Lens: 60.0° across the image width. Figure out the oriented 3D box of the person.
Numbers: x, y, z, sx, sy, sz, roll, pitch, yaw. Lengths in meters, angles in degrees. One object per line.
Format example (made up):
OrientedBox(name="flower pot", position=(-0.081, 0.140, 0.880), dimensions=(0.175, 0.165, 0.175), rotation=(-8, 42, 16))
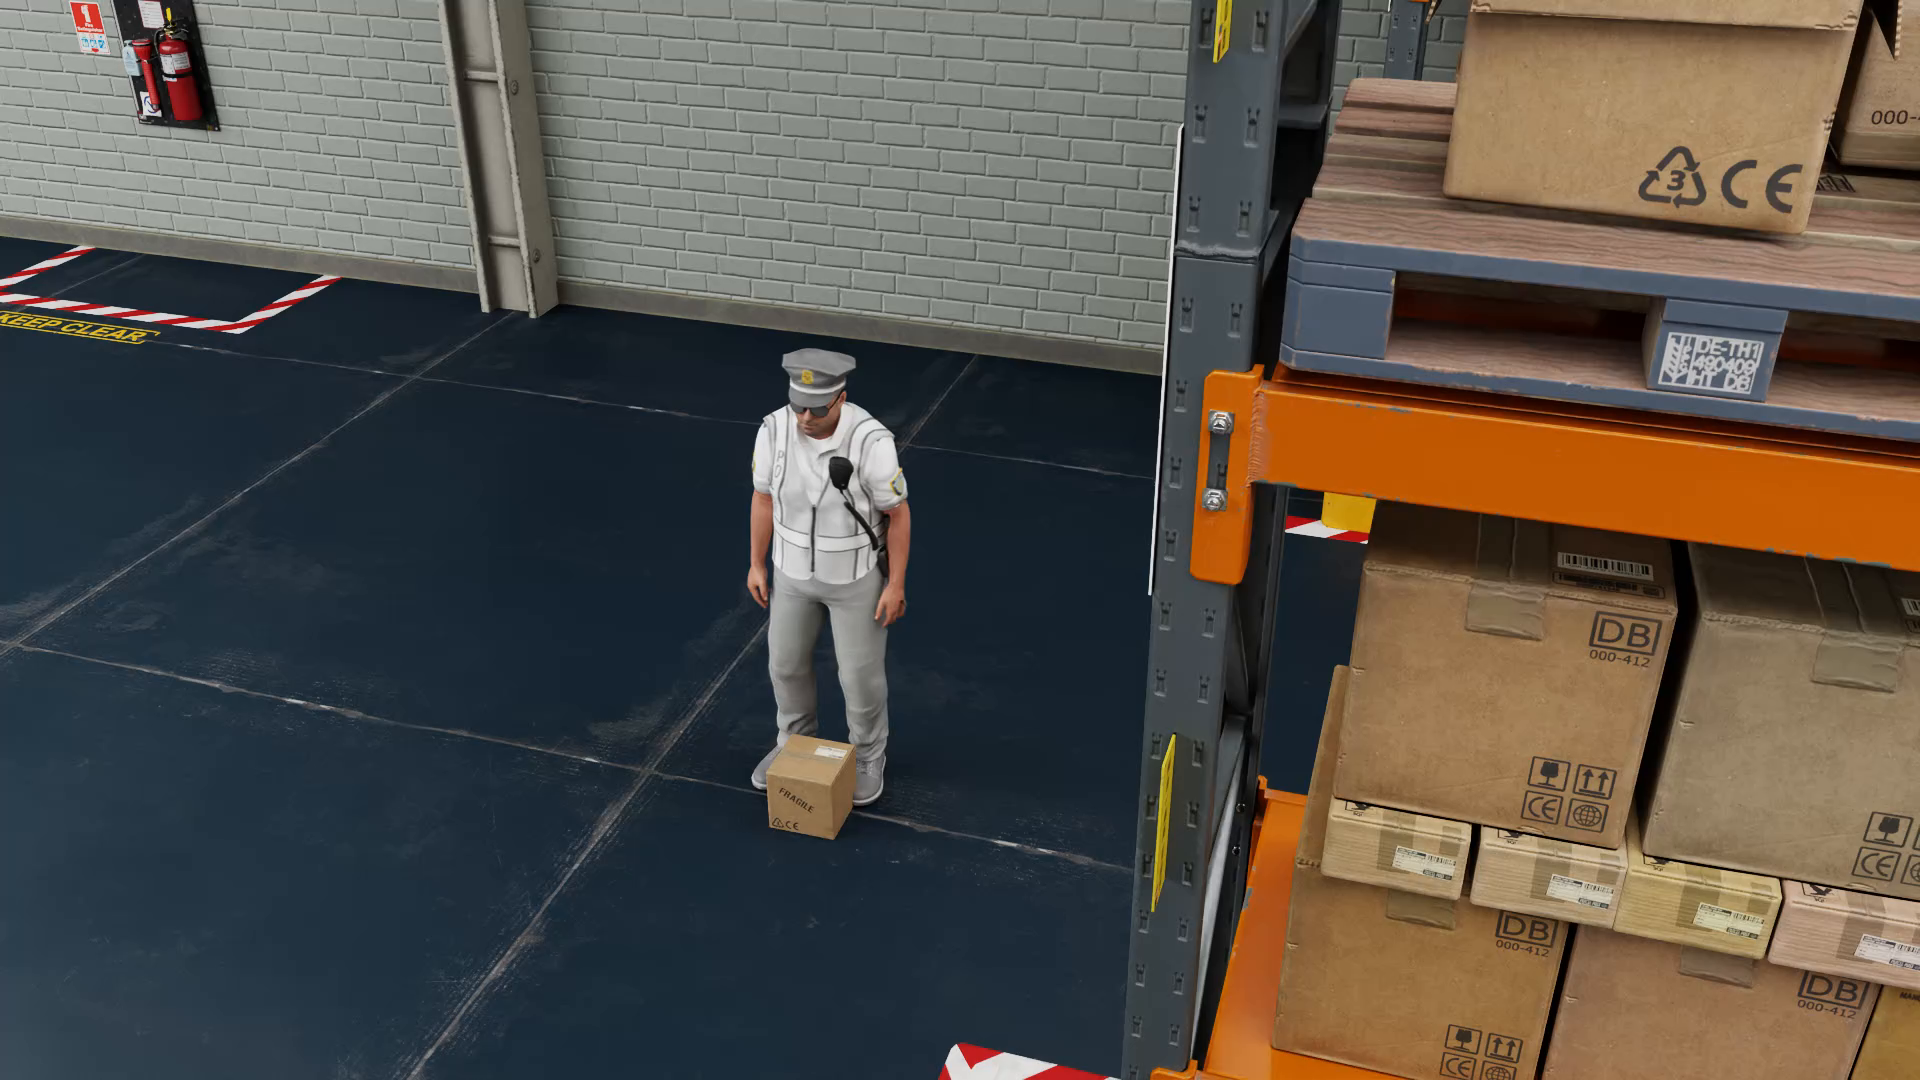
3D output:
OrientedBox(name="person", position=(-0.462, 0.113, 5.914), dimensions=(0.590, 1.748, 0.435), rotation=(8, 30, 14))
